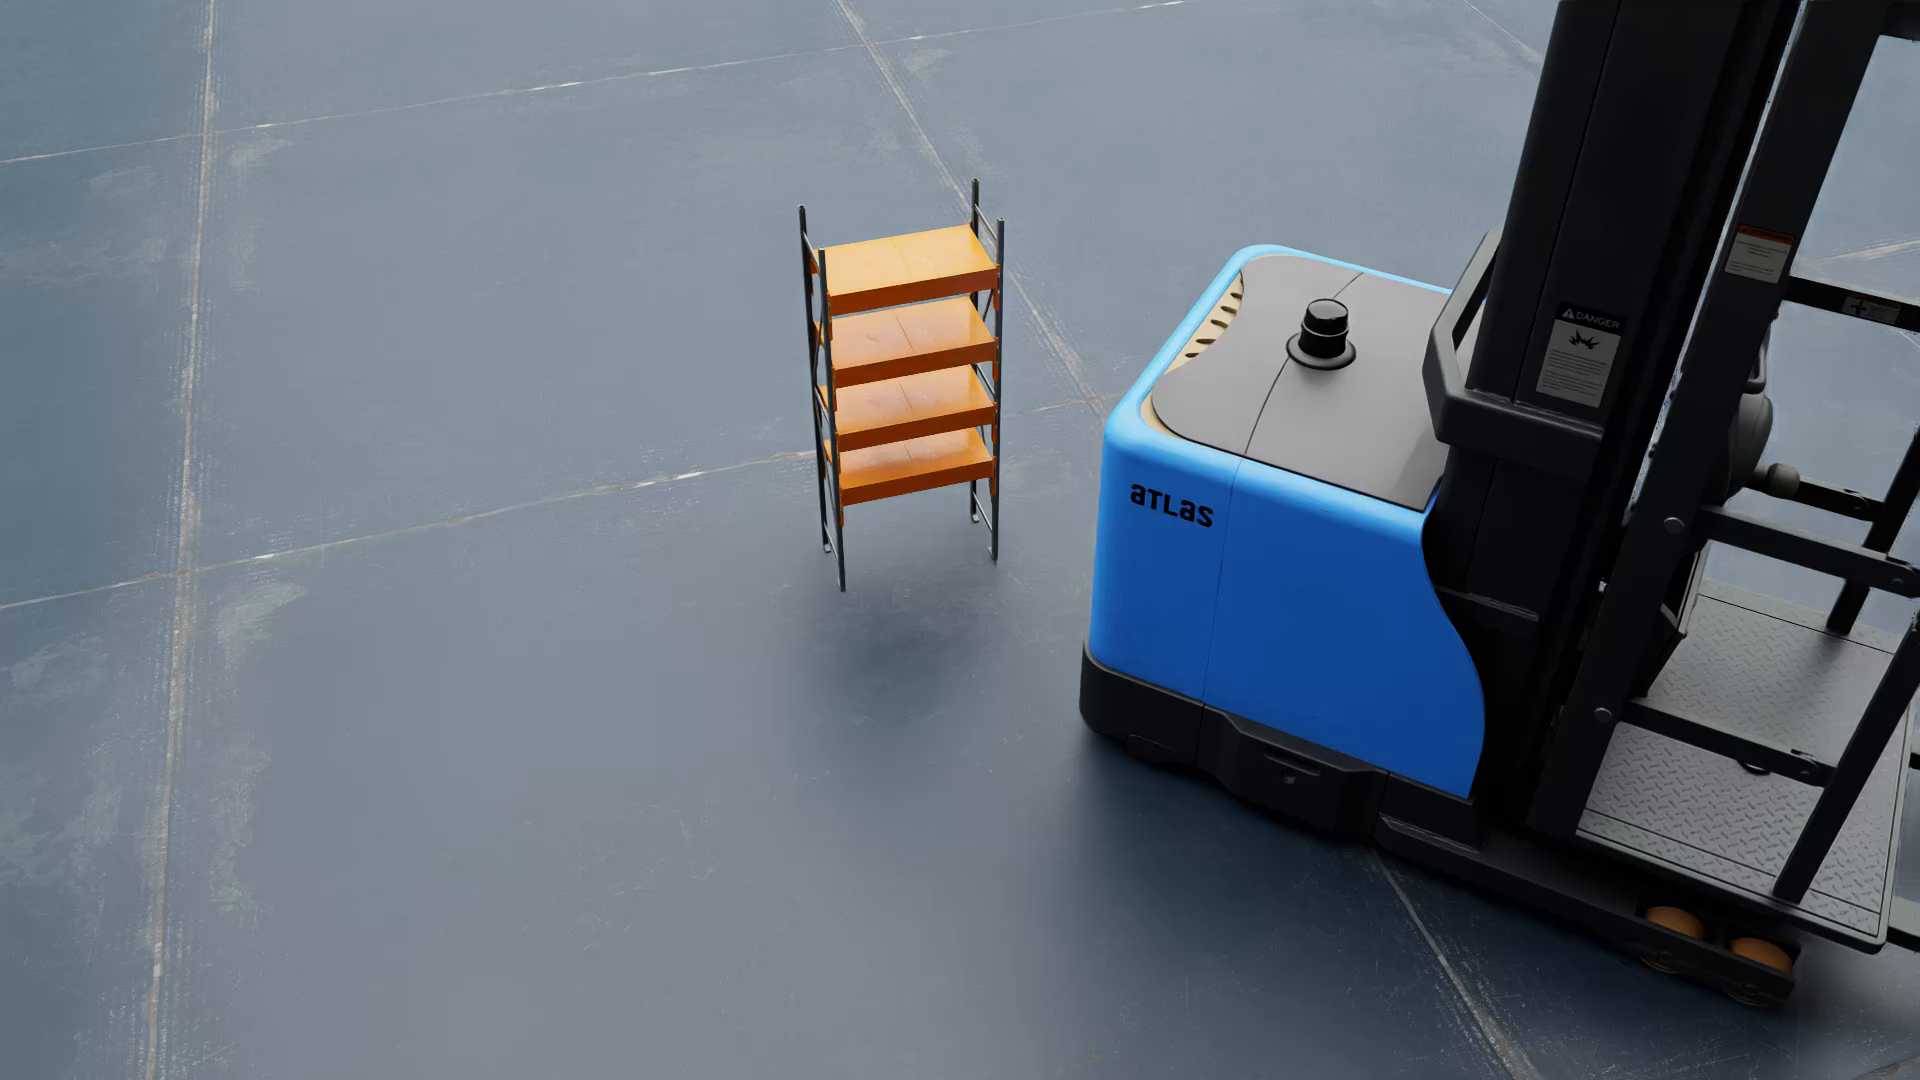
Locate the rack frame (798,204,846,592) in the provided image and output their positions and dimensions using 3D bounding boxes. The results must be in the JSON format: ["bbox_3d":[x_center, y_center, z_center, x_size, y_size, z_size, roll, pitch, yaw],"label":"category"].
[{"bbox_3d":[-0.391,-0.371,4.763,0.015,1.200,0.240,-12,42,-13],"label":"rack frame"}]

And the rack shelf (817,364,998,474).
[{"bbox_3d":[-0.158,-0.368,4.862,0.480,0.148,0.258,-12,42,-13],"label":"rack shelf"}]

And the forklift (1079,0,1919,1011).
[{"bbox_3d":[1.877,-0.395,3.474,3.031,2.935,1.130,19,45,21],"label":"forklift"}]

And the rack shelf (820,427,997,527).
[{"bbox_3d":[-0.158,-0.219,4.993,0.480,0.148,0.258,-12,42,-13],"label":"rack shelf"}]

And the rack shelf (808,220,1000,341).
[{"bbox_3d":[-0.158,-0.715,4.559,0.480,0.148,0.258,-12,42,-13],"label":"rack shelf"}]

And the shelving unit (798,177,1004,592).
[{"bbox_3d":[-0.158,-0.419,4.818,0.503,1.200,0.258,-12,42,-13],"label":"shelving unit"}]

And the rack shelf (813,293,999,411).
[{"bbox_3d":[-0.158,-0.537,4.715,0.480,0.148,0.258,-12,42,-13],"label":"rack shelf"}]

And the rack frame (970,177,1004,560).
[{"bbox_3d":[0.075,-0.467,4.873,0.015,1.200,0.240,-12,42,-13],"label":"rack frame"}]
